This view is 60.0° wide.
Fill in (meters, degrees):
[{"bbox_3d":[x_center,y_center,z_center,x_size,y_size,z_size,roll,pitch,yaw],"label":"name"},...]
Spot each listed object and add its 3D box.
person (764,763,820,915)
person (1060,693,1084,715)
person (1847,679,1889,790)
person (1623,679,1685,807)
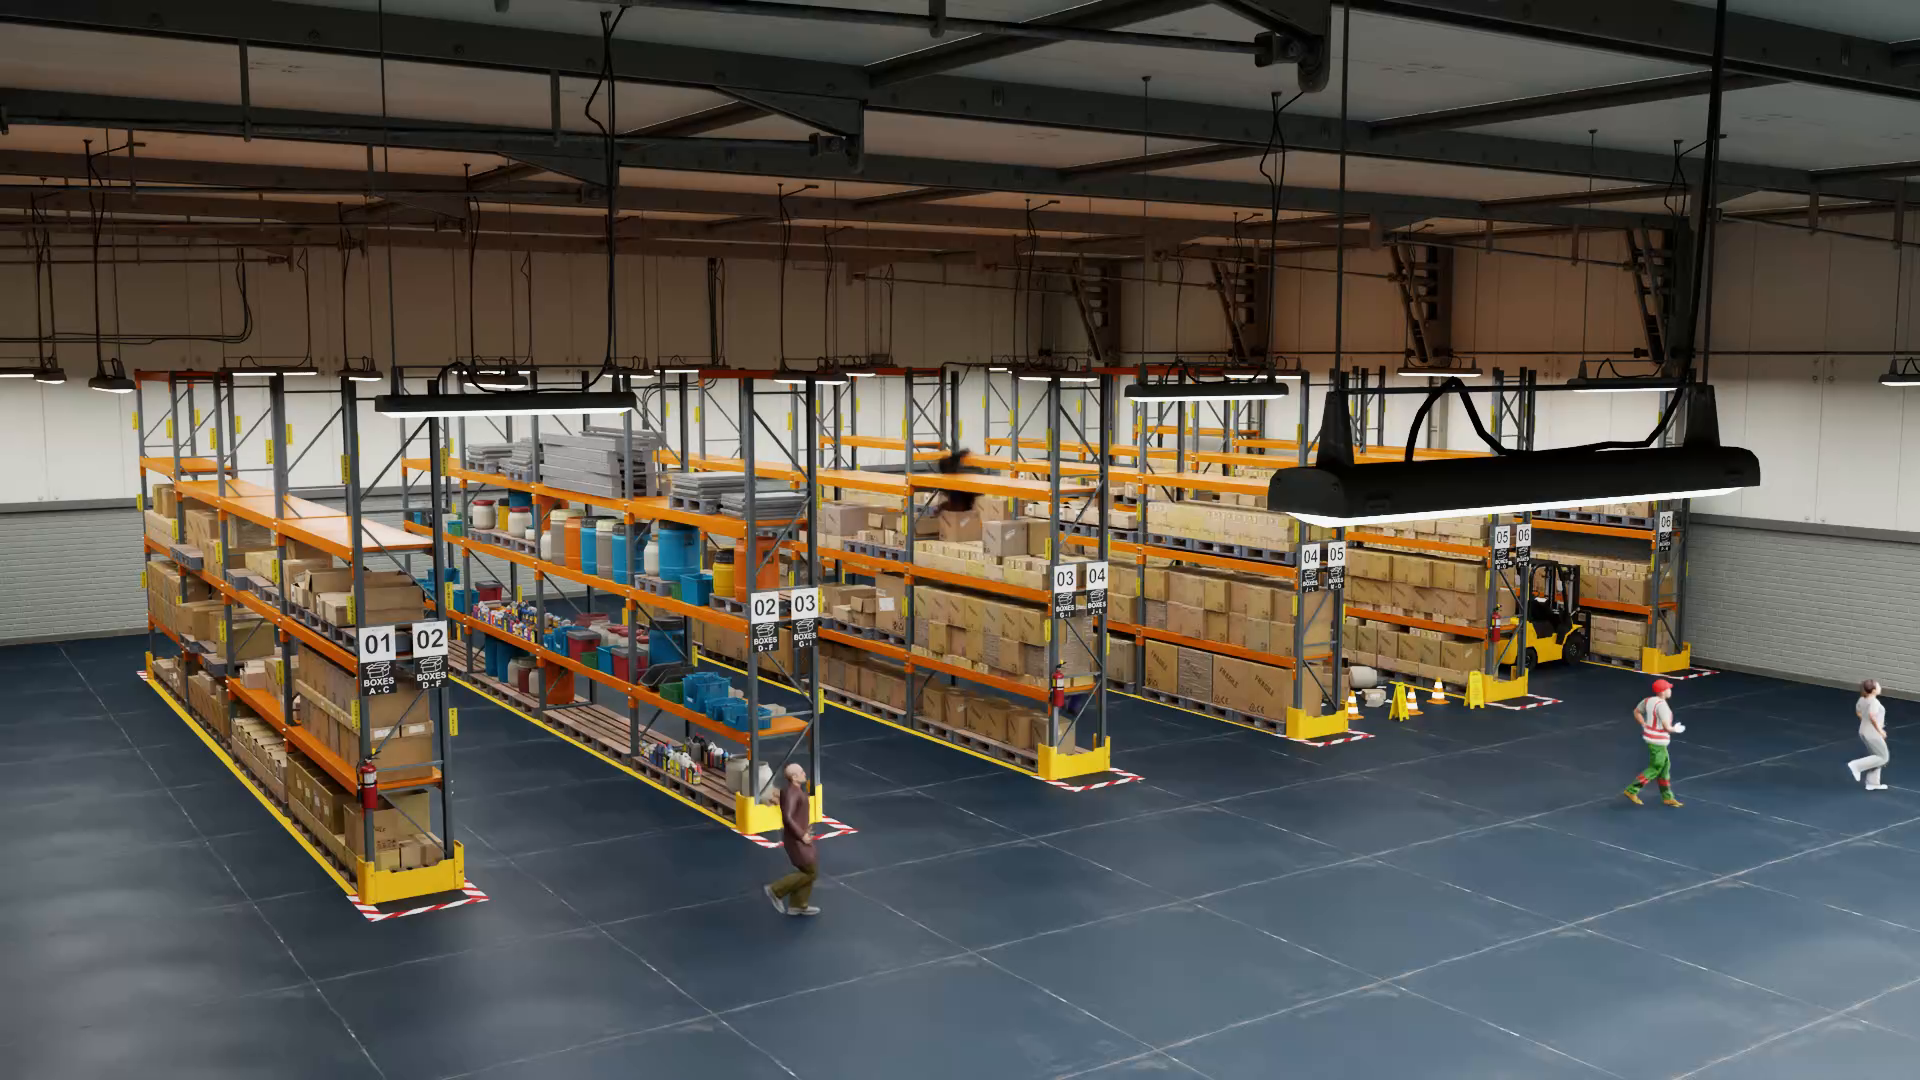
[{"bbox_3d":[-1.892,3.375,18.667,0.630,1.735,0.703,-1,7,-8],"label":"person"},{"bbox_3d":[1.999,2.274,29.052,0.547,1.593,0.611,6,9,43],"label":"person"},{"bbox_3d":[13.149,2.816,24.070,0.598,1.626,0.580,0,6,0],"label":"person"},{"bbox_3d":[9.670,2.828,23.123,0.883,1.807,0.682,0,6,2],"label":"person"}]
